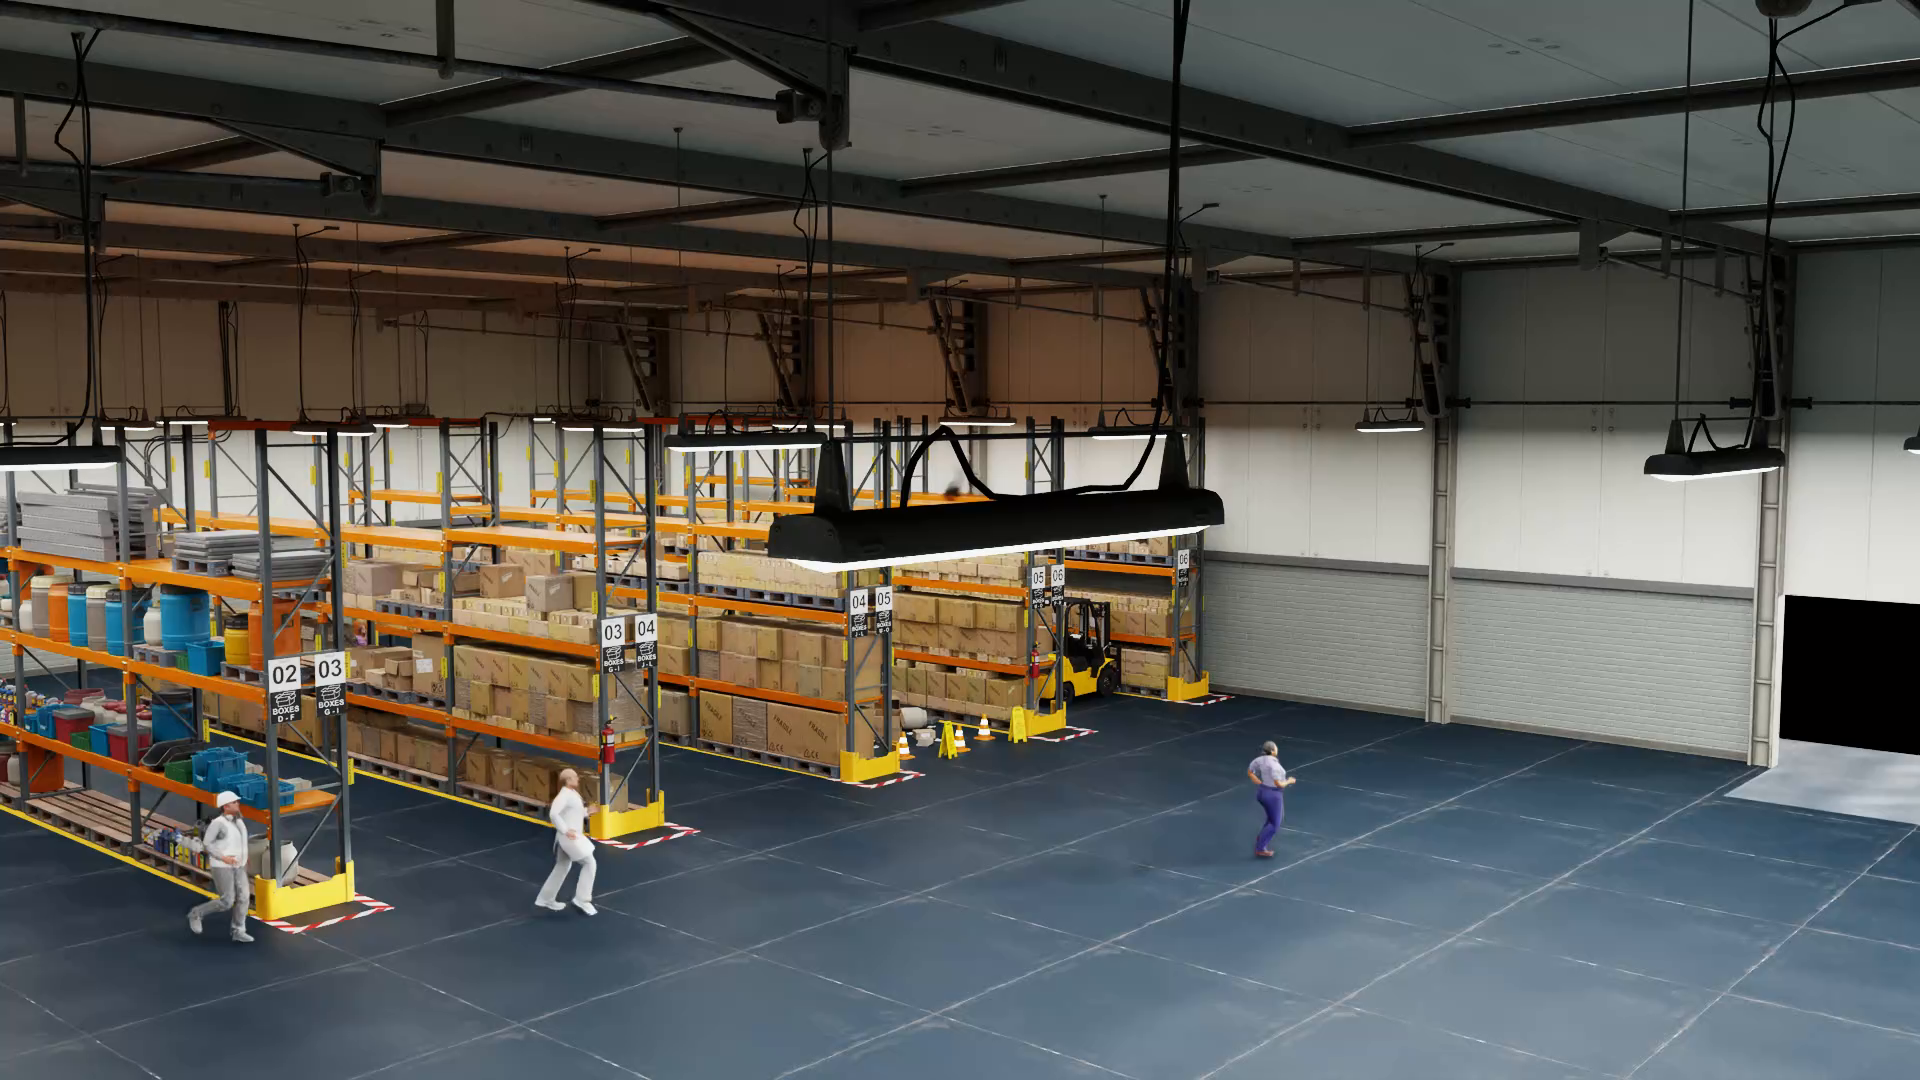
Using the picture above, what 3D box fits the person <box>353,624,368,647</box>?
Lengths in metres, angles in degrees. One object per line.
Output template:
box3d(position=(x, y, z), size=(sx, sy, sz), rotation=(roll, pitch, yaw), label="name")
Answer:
box3d(position=(-12.773, 2.577, 35.564), size=(0.538, 1.575, 0.804), rotation=(-4, 7, -43), label="person")

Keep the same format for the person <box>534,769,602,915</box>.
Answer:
box3d(position=(-4.834, 3.745, 20.557), size=(0.857, 1.850, 0.684), rotation=(-2, 5, -23), label="person")

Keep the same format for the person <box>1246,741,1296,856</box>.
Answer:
box3d(position=(4.365, 3.596, 23.186), size=(0.603, 1.636, 0.588), rotation=(-2, 5, -18), label="person")

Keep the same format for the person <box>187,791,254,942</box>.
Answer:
box3d(position=(-8.633, 3.837, 19.671), size=(0.822, 1.721, 0.712), rotation=(1, 5, 10), label="person")
